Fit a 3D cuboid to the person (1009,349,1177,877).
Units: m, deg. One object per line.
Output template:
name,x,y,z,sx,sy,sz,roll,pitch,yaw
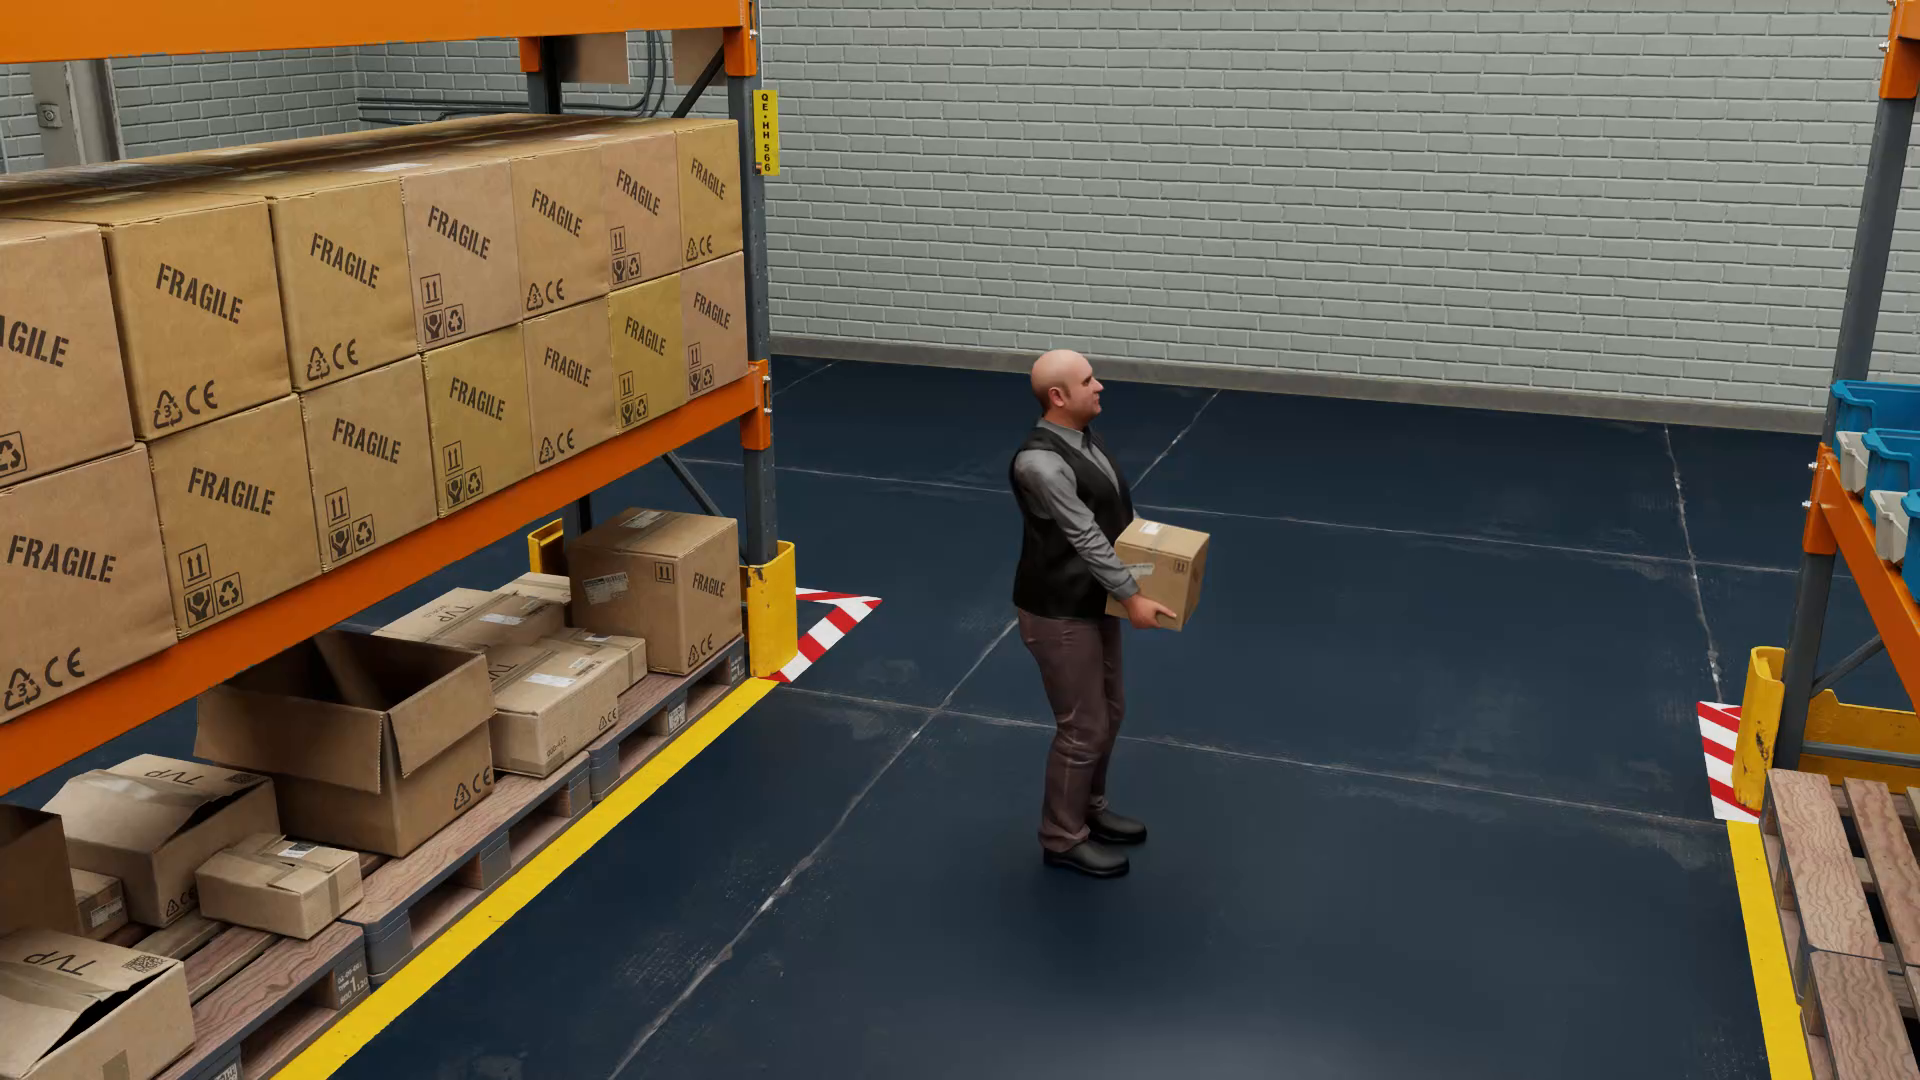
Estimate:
person,0.461,0.236,5.408,0.559,1.711,0.494,7,20,19
